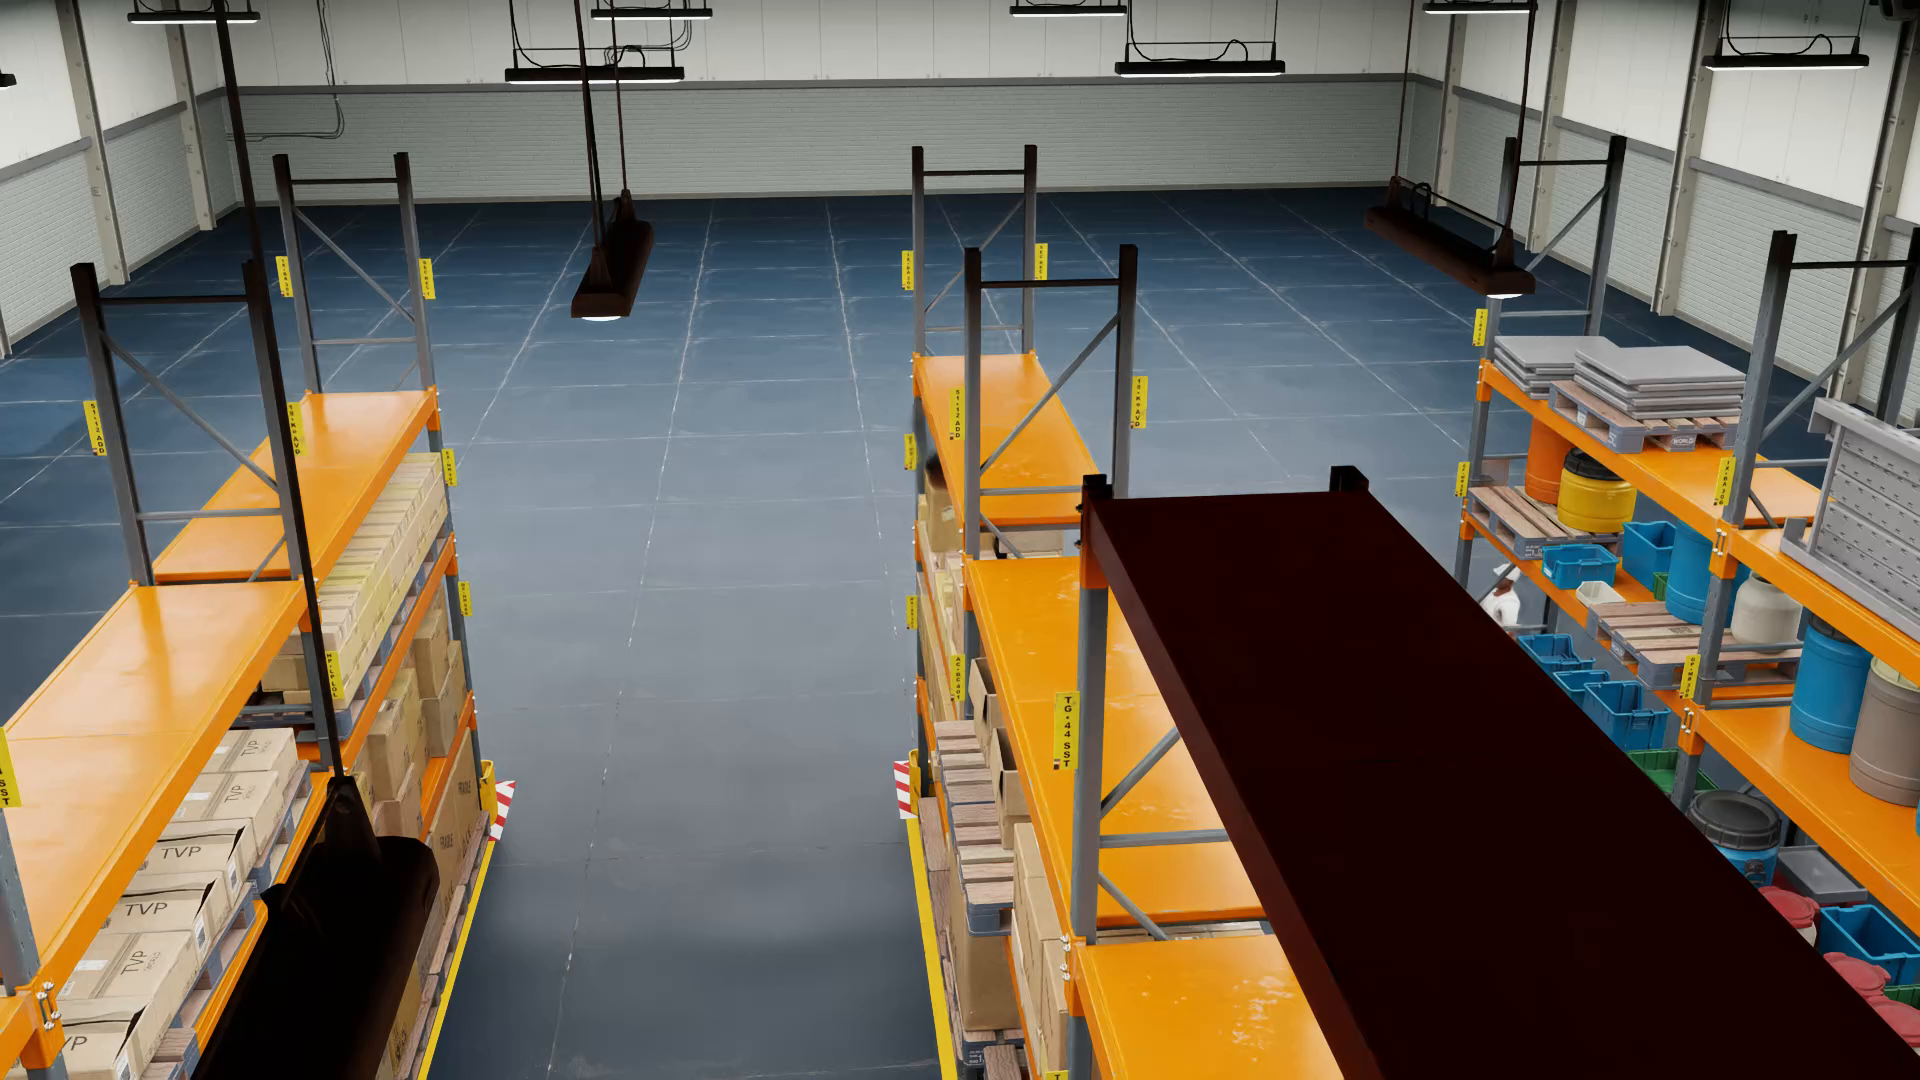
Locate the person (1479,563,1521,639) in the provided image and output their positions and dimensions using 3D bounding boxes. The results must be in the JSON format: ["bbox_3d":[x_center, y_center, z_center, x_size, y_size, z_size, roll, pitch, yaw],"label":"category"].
[{"bbox_3d":[5.398,1.020,16.707,0.742,1.730,0.562,7,23,16],"label":"person"}]
